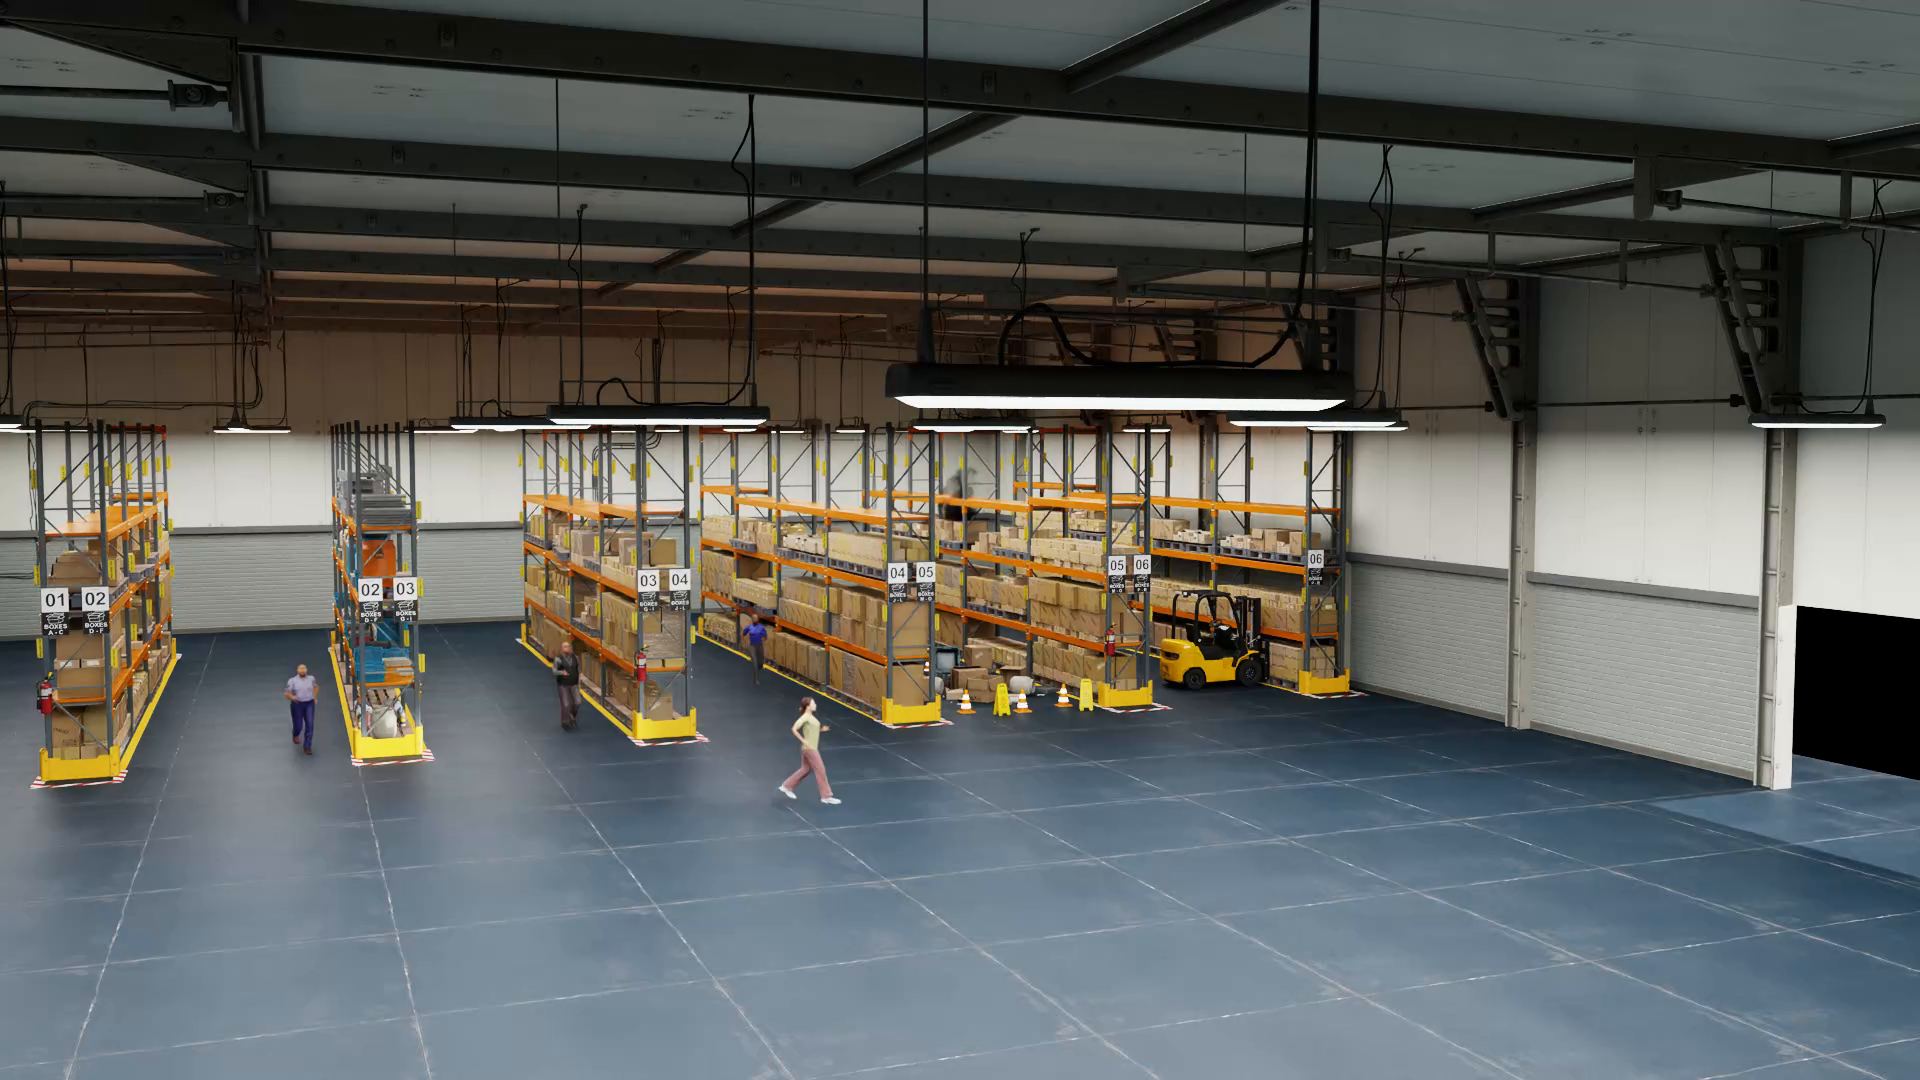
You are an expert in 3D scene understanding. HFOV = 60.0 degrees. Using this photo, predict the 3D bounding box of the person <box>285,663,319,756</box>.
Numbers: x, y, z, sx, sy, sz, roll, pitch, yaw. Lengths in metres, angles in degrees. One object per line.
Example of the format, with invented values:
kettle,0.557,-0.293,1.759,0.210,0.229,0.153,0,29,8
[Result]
person,-11.879,3.040,30.061,0.607,1.627,0.849,-2,4,-31

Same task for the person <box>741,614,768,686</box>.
person,-4.712,2.508,38.286,0.587,1.627,0.871,-2,4,-24

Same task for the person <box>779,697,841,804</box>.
person,-2.331,3.248,25.768,0.968,1.657,0.571,0,4,0

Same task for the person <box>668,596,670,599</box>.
person,-8.271,1.929,48.356,0.599,1.544,0.760,2,4,31

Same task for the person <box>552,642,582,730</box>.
person,-7.606,2.849,32.372,0.642,1.717,0.647,-2,4,-28
